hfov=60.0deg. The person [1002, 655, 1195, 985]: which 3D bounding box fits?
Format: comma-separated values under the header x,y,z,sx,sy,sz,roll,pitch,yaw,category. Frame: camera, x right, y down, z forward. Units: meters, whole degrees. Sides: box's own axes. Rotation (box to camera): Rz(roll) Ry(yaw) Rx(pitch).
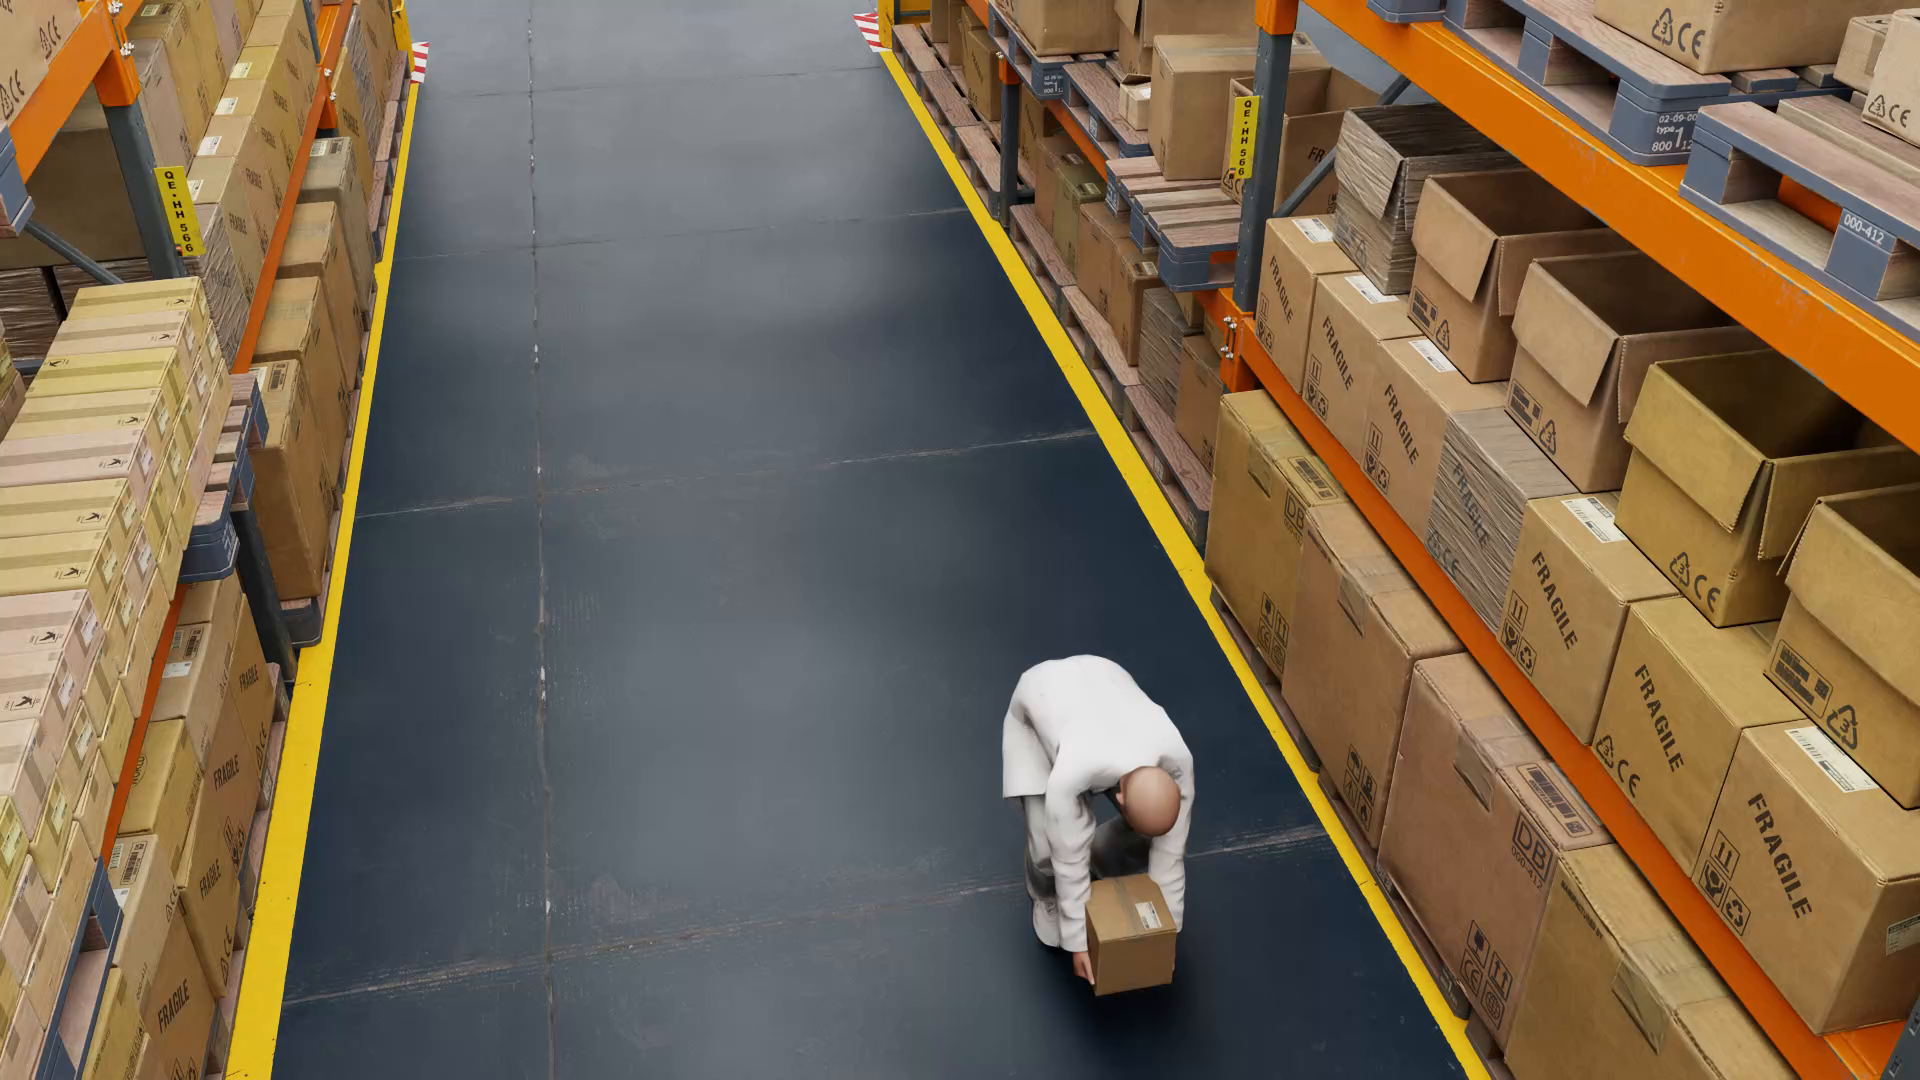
x,y,z,sx,sy,sz,roll,pitch,yaw,category
0.455,0.924,5.452,0.590,1.028,0.942,-9,35,-13,person
